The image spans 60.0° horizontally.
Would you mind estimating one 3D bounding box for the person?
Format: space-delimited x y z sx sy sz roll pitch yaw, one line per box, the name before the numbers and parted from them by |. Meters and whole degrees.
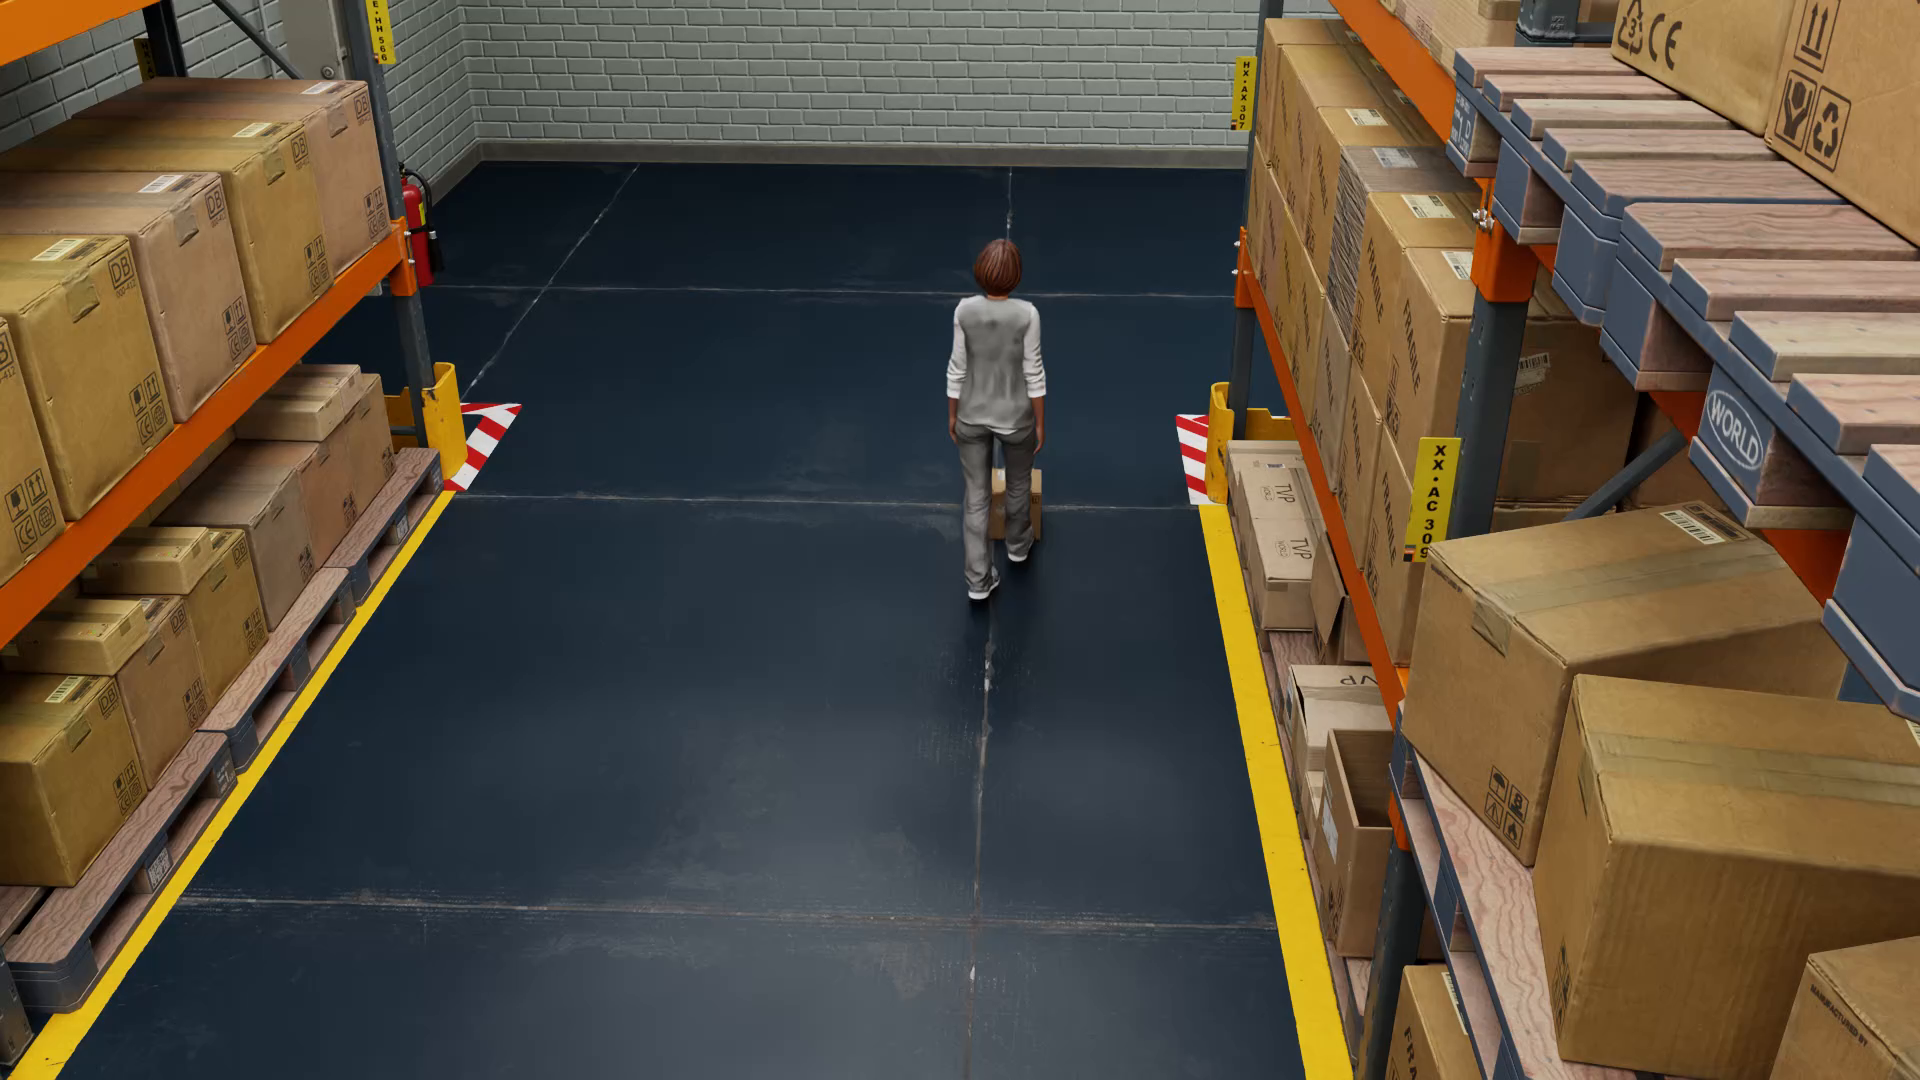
person | 0.167 -0.557 7.155 0.426 1.588 0.679 4 29 7
